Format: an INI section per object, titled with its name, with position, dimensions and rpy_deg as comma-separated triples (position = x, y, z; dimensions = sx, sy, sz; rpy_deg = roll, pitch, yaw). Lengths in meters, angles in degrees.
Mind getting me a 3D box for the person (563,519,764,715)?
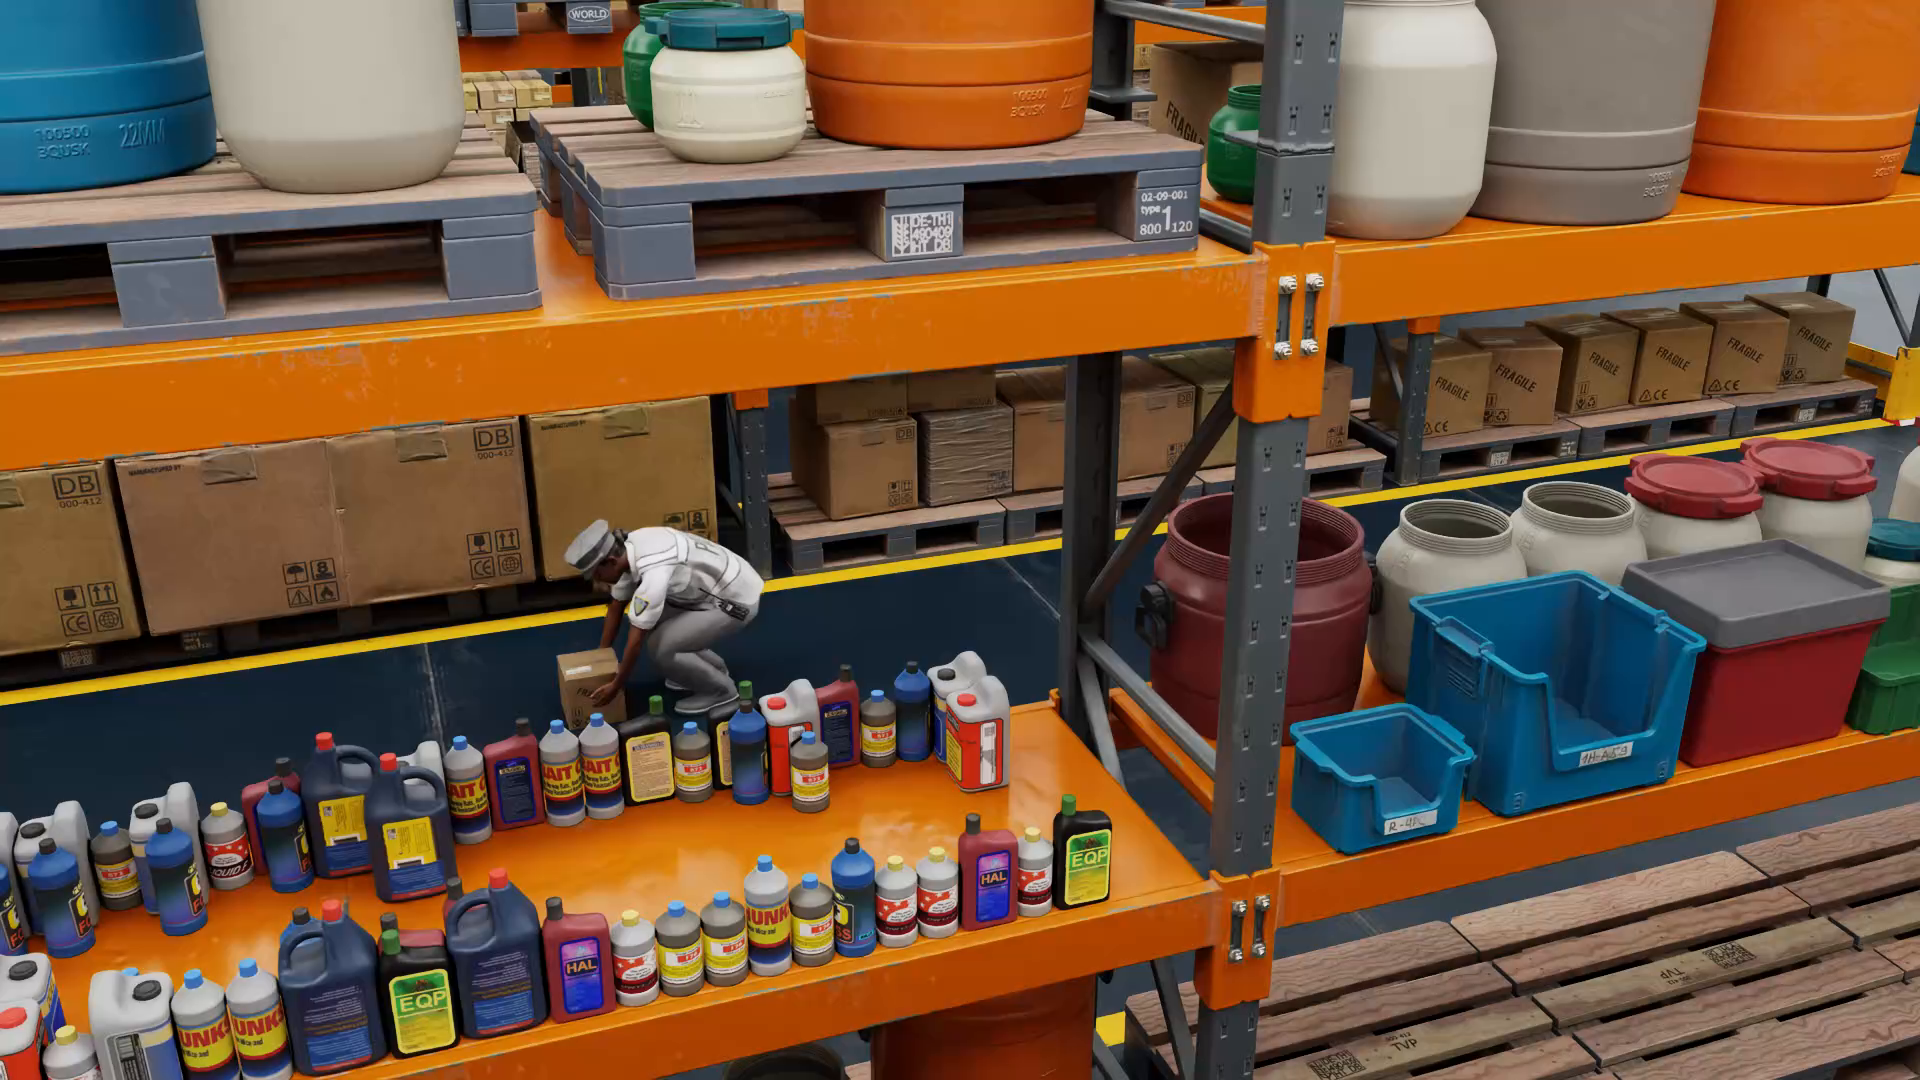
[person]
position = -1.291, 0.305, 7.324
dimensions = 0.862, 0.930, 0.480
rpy_deg = -8, 24, -19
